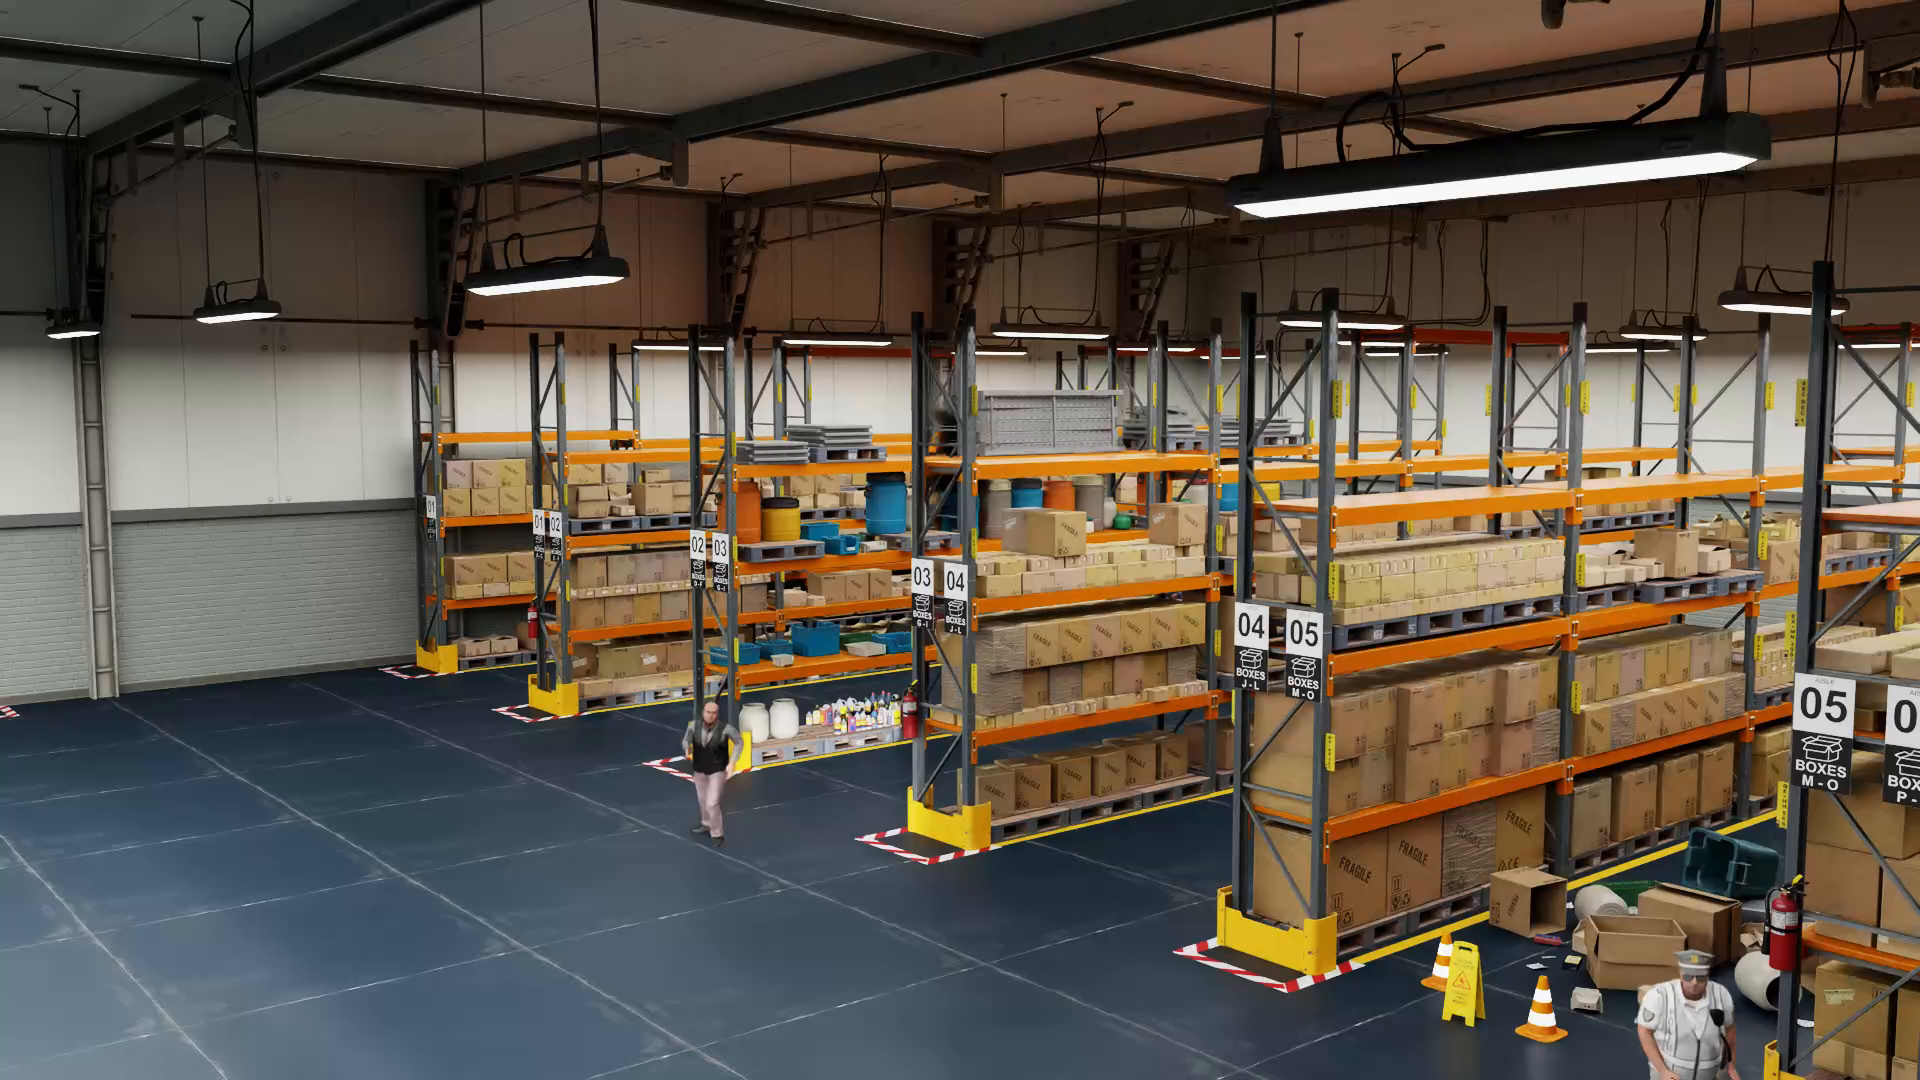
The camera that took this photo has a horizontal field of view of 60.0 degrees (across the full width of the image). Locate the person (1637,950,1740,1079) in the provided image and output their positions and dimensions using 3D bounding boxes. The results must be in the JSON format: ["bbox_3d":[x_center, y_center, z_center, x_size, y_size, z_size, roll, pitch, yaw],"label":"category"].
[{"bbox_3d":[4.610,3.344,10.607,0.649,1.683,0.749,0,5,5],"label":"person"}]

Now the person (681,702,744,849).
[{"bbox_3d":[-2.847,2.627,18.831,0.734,1.658,0.847,2,6,21],"label":"person"}]
